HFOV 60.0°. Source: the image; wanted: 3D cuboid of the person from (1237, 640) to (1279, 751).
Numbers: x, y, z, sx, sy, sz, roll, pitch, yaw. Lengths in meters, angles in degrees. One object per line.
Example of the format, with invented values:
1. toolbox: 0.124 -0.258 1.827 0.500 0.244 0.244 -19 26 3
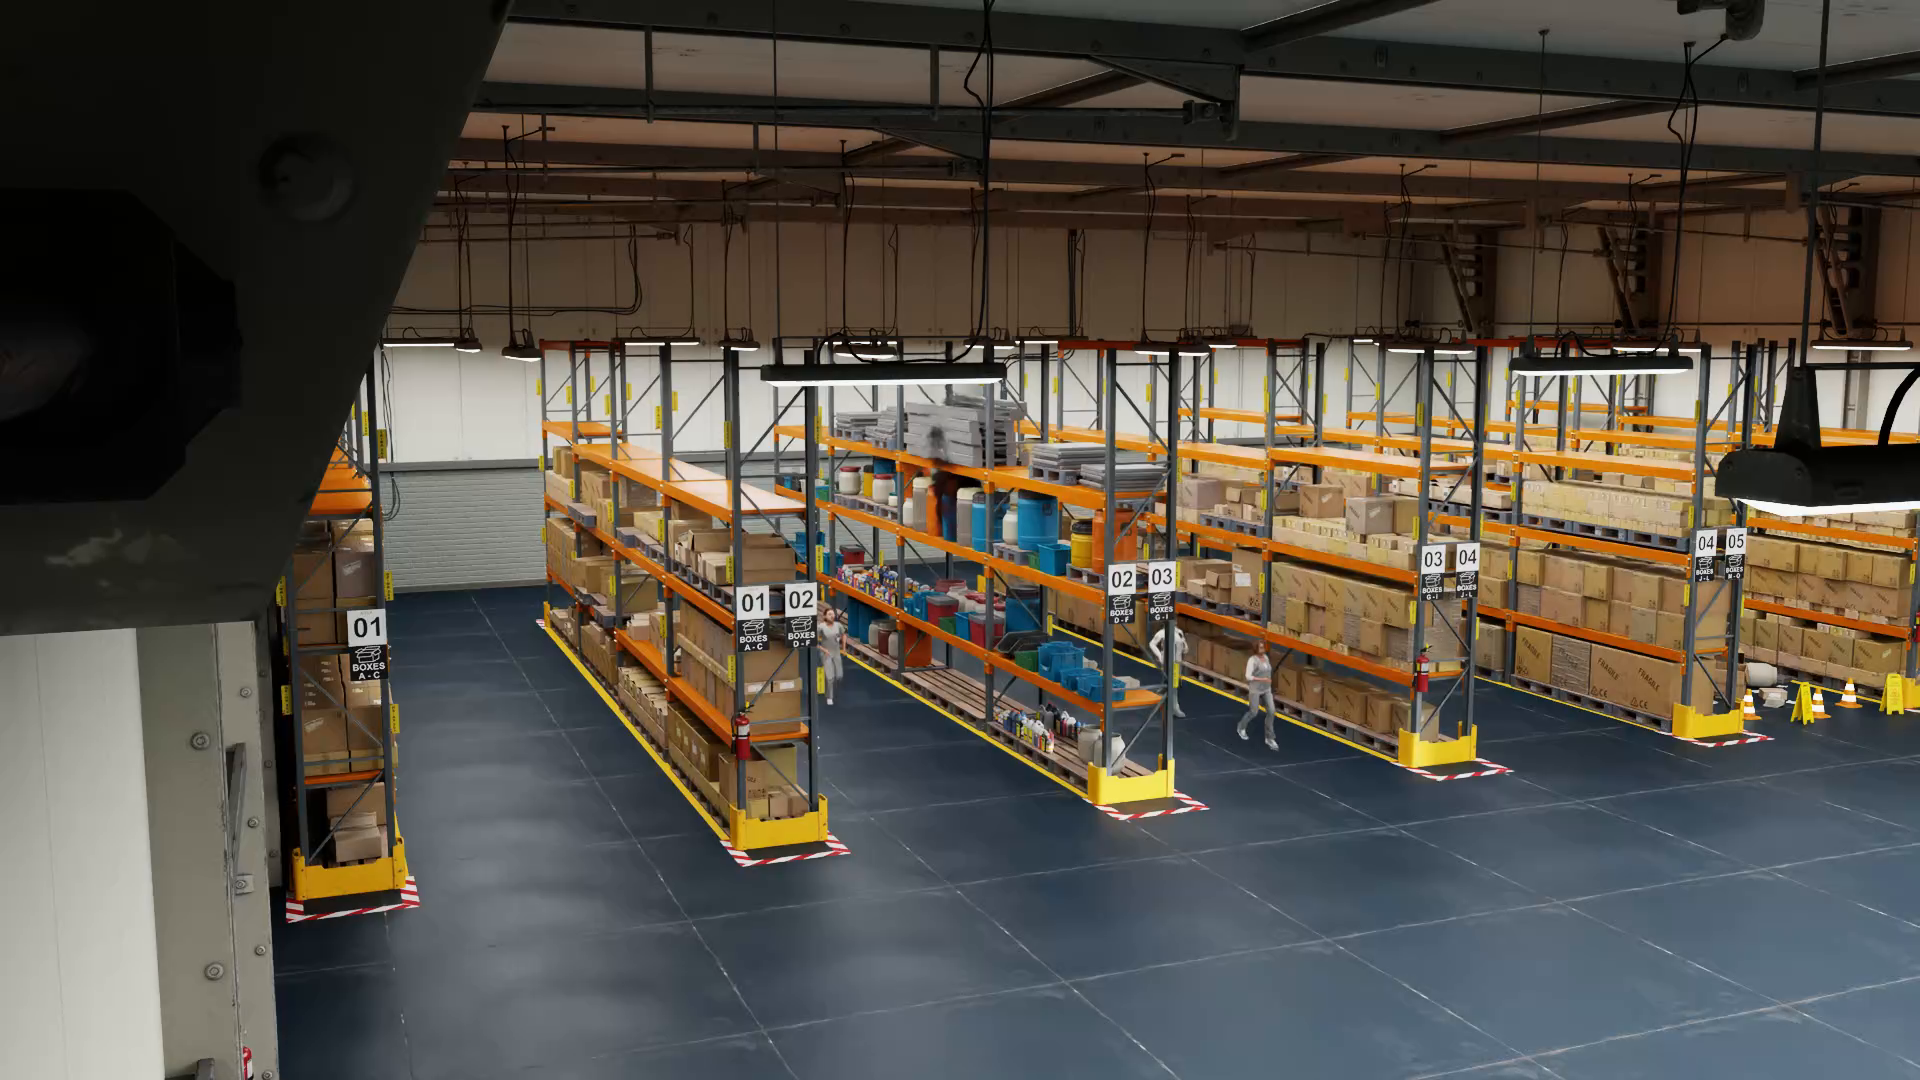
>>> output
1. person: 4.484 2.301 24.988 0.545 1.625 0.806 -4 9 -29

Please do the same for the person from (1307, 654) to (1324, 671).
1. person: 6.513 1.566 30.288 0.667 1.734 0.734 -3 8 -21

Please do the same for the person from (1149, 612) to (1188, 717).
1. person: 3.422 1.983 27.042 0.624 1.669 0.874 -4 8 -28

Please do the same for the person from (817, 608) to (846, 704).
1. person: -2.160 1.925 27.773 0.596 1.628 0.588 -3 8 -24
